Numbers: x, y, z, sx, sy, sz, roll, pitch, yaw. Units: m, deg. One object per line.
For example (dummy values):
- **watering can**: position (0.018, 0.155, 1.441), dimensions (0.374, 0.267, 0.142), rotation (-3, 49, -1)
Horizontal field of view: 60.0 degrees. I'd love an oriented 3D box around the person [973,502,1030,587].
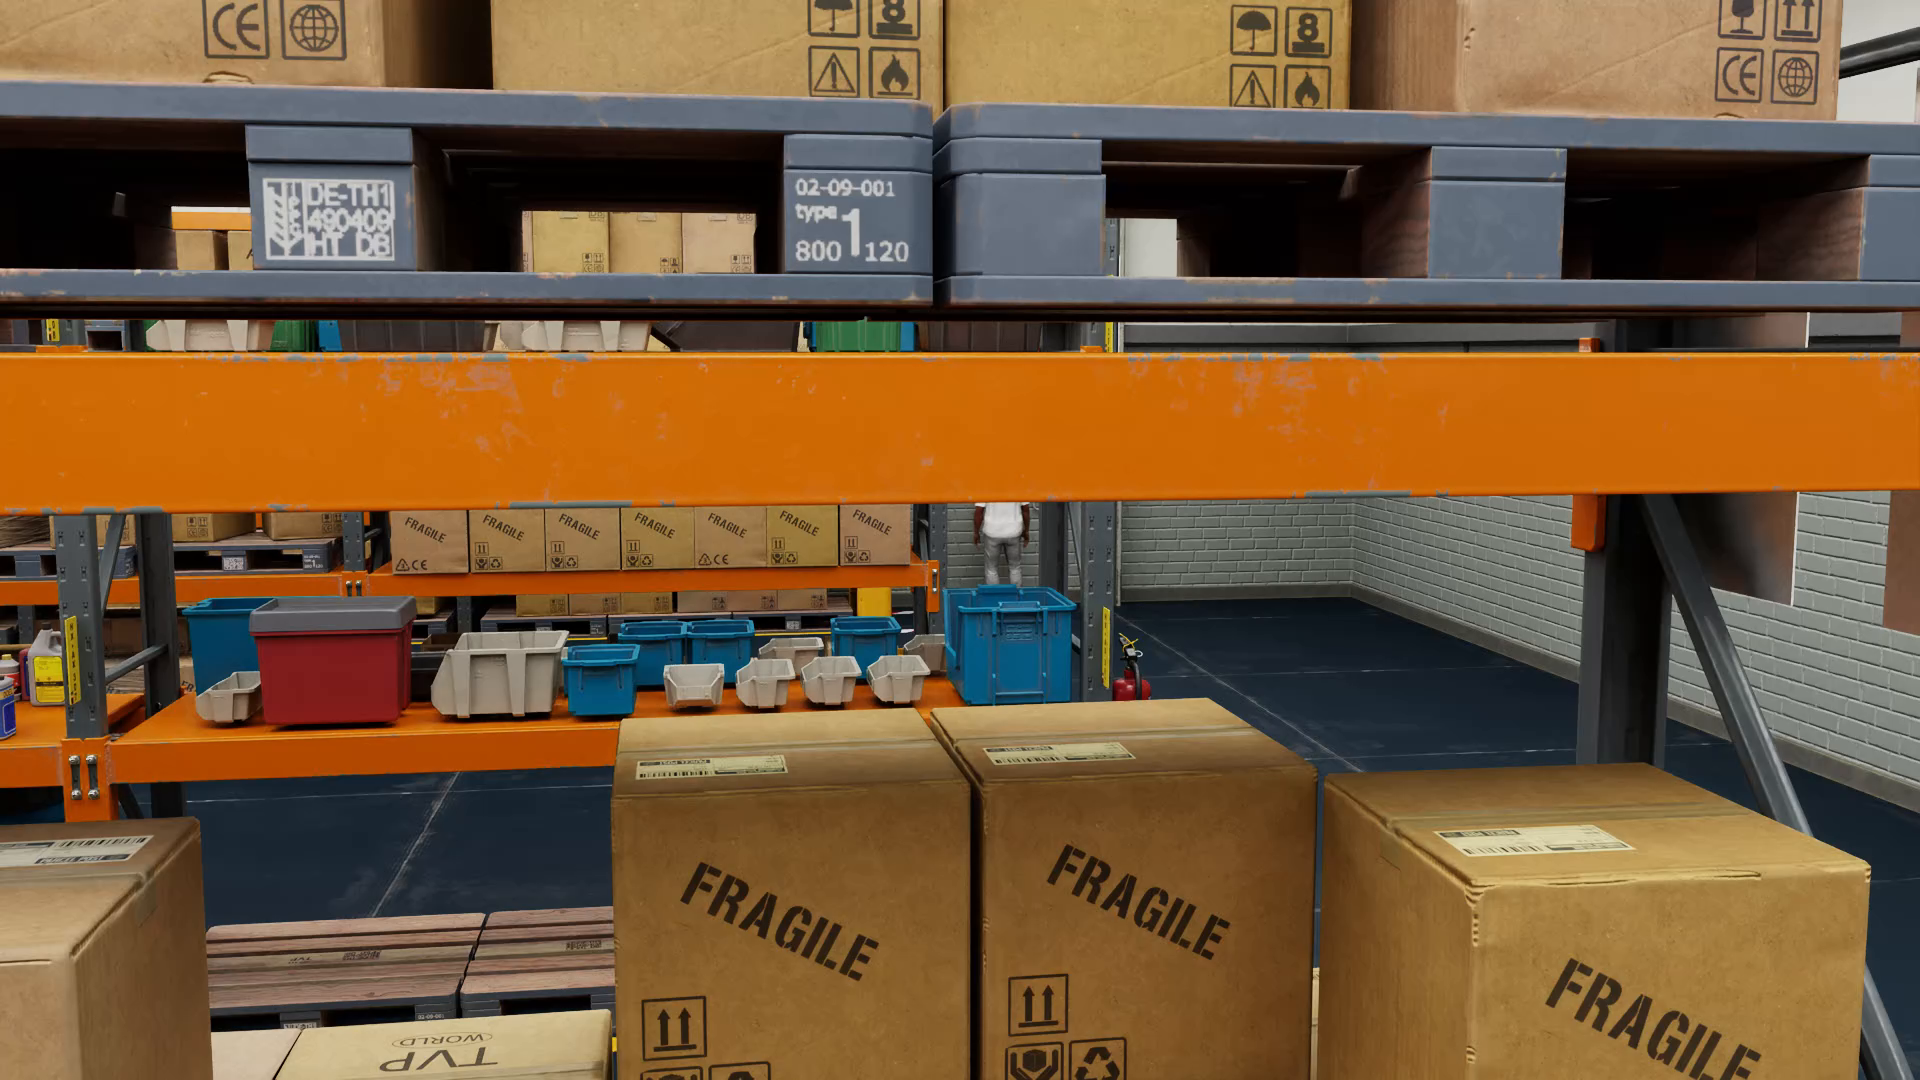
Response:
- **person**: position (0.442, -0.077, 17.824), dimensions (0.629, 1.759, 0.460), rotation (-1, 7, -12)
